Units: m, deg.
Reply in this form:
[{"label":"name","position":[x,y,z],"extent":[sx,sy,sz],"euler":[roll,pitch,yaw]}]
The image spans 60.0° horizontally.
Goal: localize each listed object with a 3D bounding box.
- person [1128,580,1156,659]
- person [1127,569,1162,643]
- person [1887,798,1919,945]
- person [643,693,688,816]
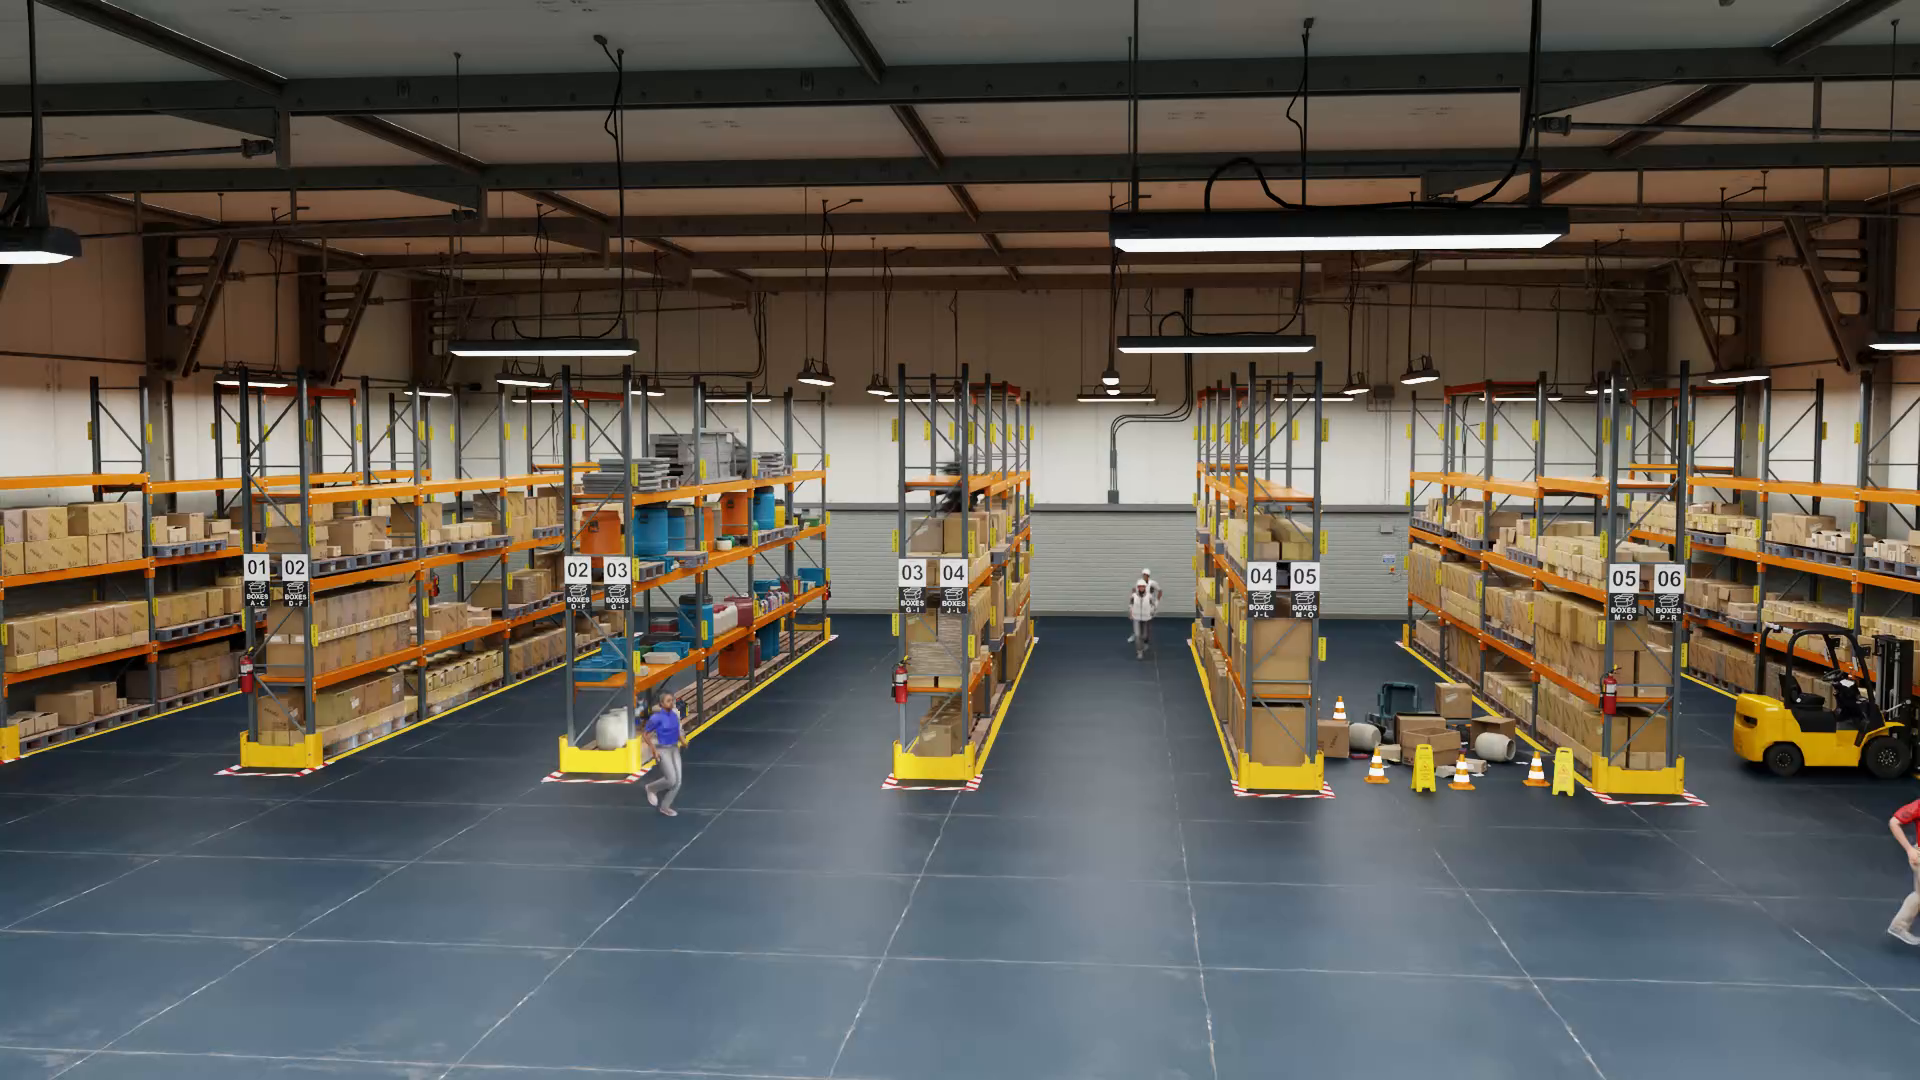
[{"label":"person","position":[4.069,1.754,37.205],"extent":[0.646,1.745,0.819],"euler":[1,4,10]},{"label":"person","position":[4.401,1.563,39.860],"extent":[0.720,1.773,0.779],"euler":[-4,5,-44]},{"label":"person","position":[9.302,3.131,15.927],"extent":[0.631,1.798,0.768],"euler":[-4,5,-44]},{"label":"person","position":[-3.842,2.814,21.824],"extent":[0.562,1.607,0.584],"euler":[3,4,35]}]
